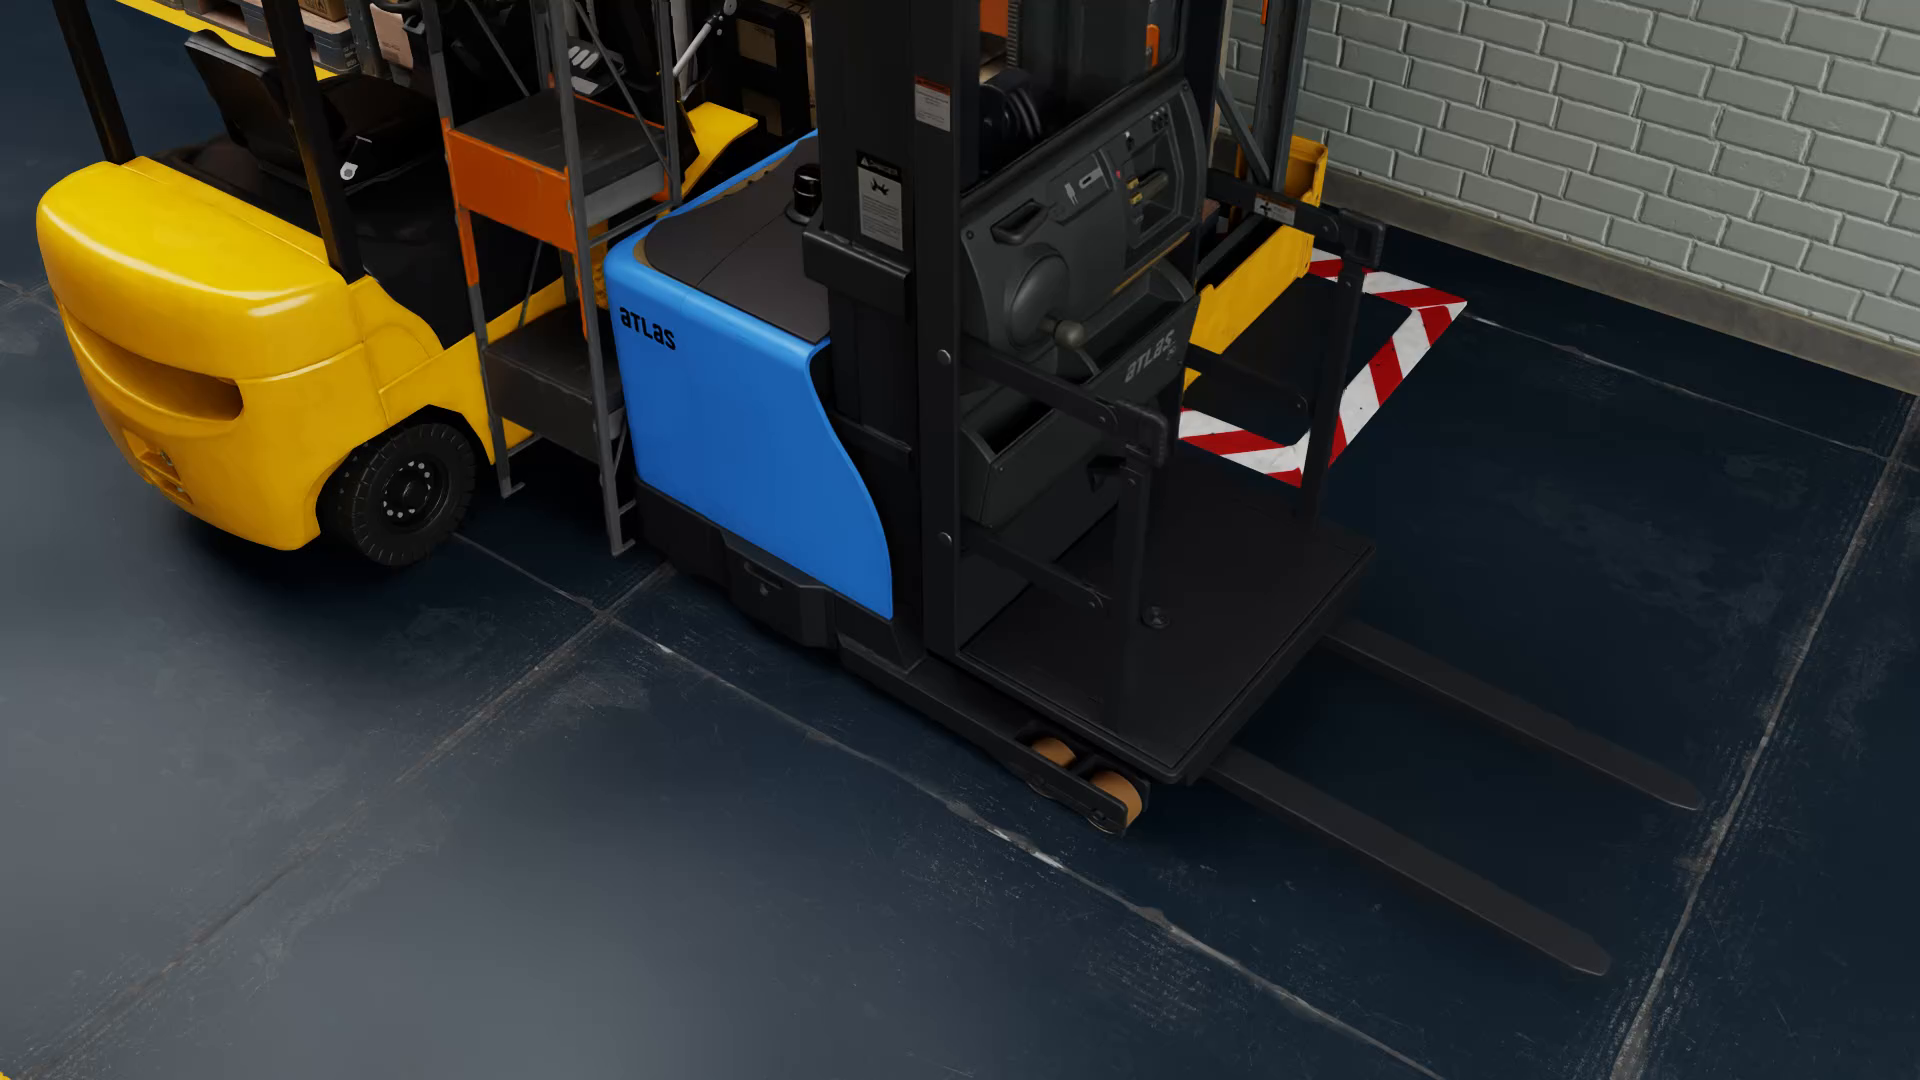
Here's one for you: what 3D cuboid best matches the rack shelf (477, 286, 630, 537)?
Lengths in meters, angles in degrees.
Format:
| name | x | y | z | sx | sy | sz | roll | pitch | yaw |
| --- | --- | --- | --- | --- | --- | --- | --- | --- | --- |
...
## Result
| name | x | y | z | sx | sy | sz | roll | pitch | yaw |
| --- | --- | --- | --- | --- | --- | --- | --- | --- | --- |
| rack shelf | -1.139 | -0.404 | 5.154 | 0.480 | 0.518 | 0.431 | 25 | 43 | 26 |

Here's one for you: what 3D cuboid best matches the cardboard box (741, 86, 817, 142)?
| name | x | y | z | sx | sy | sz | roll | pitch | yaw |
| --- | --- | --- | --- | --- | --- | --- | --- | --- | --- |
| cardboard box | -0.536 | -1.663 | 6.231 | 0.500 | 0.250 | 0.500 | 24 | 47 | 24 |

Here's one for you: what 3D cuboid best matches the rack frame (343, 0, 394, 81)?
| name | x | y | z | sx | sy | sz | roll | pitch | yaw |
| --- | --- | --- | --- | --- | --- | --- | --- | --- | --- |
| rack frame | -2.394 | -3.476 | 6.886 | 0.127 | 3.000 | 1.000 | 25 | 48 | 25 |

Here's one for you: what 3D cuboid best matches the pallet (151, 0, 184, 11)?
| name | x | y | z | sx | sy | sz | roll | pitch | yaw |
| --- | --- | --- | --- | --- | --- | --- | --- | --- | --- |
| pallet | -4.022 | -3.165 | 8.629 | 1.213 | 0.211 | 1.003 | 25 | 48 | 25 |

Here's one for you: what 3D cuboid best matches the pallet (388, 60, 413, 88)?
| name | x | y | z | sx | sy | sz | roll | pitch | yaw |
| --- | --- | --- | --- | --- | --- | --- | --- | --- | --- |
| pallet | -1.767 | -2.110 | 7.450 | 1.213 | 0.211 | 1.003 | 25 | 48 | 25 |

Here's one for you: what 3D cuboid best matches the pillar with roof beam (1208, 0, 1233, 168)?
| name | x | y | z | sx | sy | sz | roll | pitch | yaw |
| --- | --- | --- | --- | --- | --- | --- | --- | --- | --- |
| pillar with roof beam | -1.643 | -2.589 | 1.395 | 0.400 | 9.000 | 9.100 | 25 | 48 | 25 |

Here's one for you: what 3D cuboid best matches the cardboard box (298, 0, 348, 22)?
| name | x | y | z | sx | sy | sz | roll | pitch | yaw |
| --- | --- | --- | --- | --- | --- | --- | --- | --- | --- |
| cardboard box | -2.827 | -2.942 | 7.754 | 0.625 | 0.625 | 0.875 | 27 | 48 | 27 |

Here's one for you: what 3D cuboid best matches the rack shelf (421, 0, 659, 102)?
| name | x | y | z | sx | sy | sz | roll | pitch | yaw |
| --- | --- | --- | --- | --- | --- | --- | --- | --- | --- |
| rack shelf | -1.084 | -1.505 | 4.290 | 0.480 | 0.518 | 0.431 | 25 | 43 | 26 |

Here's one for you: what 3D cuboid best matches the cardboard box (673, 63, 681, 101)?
| name | x | y | z | sx | sy | sz | roll | pitch | yaw |
| --- | --- | --- | --- | --- | --- | --- | --- | --- | --- |
| cardboard box | -0.944 | -1.856 | 6.447 | 0.500 | 0.250 | 0.500 | 25 | 47 | 25 |

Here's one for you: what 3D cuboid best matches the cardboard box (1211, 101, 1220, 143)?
| name | x | y | z | sx | sy | sz | roll | pitch | yaw |
| --- | --- | --- | --- | --- | --- | --- | --- | --- | --- |
| cardboard box | 0.616 | -1.556 | 6.112 | 0.500 | 0.250 | 0.500 | 26 | 48 | 26 |

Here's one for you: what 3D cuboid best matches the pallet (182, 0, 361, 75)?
| name | x | y | z | sx | sy | sz | roll | pitch | yaw |
| --- | --- | --- | --- | --- | --- | --- | --- | --- | --- |
| pallet | -3.019 | -2.698 | 8.107 | 1.213 | 0.211 | 1.003 | 25 | 48 | 25 |

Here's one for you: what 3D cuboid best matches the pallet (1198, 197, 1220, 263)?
| name | x | y | z | sx | sy | sz | roll | pitch | yaw |
| --- | --- | --- | --- | --- | --- | --- | --- | --- | --- |
| pallet | 0.231 | -1.176 | 6.406 | 1.213 | 0.211 | 1.003 | 25 | 48 | 25 |

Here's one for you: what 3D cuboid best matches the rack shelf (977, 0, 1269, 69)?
| name | x | y | z | sx | sy | sz | roll | pitch | yaw |
| --- | --- | --- | --- | --- | --- | --- | --- | --- | --- |
| rack shelf | -0.756 | -2.443 | 6.270 | 4.000 | 0.370 | 1.077 | 25 | 48 | 25 |

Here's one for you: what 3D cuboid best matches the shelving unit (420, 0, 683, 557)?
| name | x | y | z | sx | sy | sz | roll | pitch | yaw |
| --- | --- | --- | --- | --- | --- | --- | --- | --- | --- |
| shelving unit | -1.111 | -0.965 | 4.714 | 0.503 | 2.100 | 0.431 | 25 | 43 | 26 |

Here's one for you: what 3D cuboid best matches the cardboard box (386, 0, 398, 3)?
| name | x | y | z | sx | sy | sz | roll | pitch | yaw |
| --- | --- | --- | --- | --- | --- | --- | --- | --- | --- |
| cardboard box | -2.175 | -2.441 | 7.101 | 0.500 | 0.250 | 0.500 | 25 | 47 | 25 |

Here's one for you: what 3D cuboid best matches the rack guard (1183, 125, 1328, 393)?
| name | x | y | z | sx | sy | sz | roll | pitch | yaw |
| --- | --- | --- | --- | --- | --- | --- | --- | --- | --- |
| rack guard | 0.901 | -1.004 | 5.997 | 0.348 | 0.500 | 1.175 | 25 | 48 | 25 |

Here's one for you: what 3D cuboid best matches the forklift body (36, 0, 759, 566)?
| name | x | y | z | sx | sy | sz | roll | pitch | yaw |
| --- | --- | --- | --- | --- | --- | --- | --- | --- | --- |
| forklift body | -1.719 | -1.359 | 5.155 | 1.214 | 2.155 | 2.313 | 25 | 48 | 25 |

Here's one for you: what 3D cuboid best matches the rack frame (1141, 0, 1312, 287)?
| name | x | y | z | sx | sy | sz | roll | pitch | yaw |
| --- | --- | --- | --- | --- | --- | --- | --- | --- | --- |
| rack frame | 0.881 | -1.945 | 5.174 | 0.127 | 3.000 | 1.000 | 25 | 48 | 25 |

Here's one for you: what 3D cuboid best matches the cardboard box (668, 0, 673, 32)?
| name | x | y | z | sx | sy | sz | roll | pitch | yaw |
| --- | --- | --- | --- | --- | --- | --- | --- | --- | --- |
| cardboard box | -0.926 | -2.034 | 6.270 | 0.500 | 0.250 | 0.500 | 24 | 47 | 25 |

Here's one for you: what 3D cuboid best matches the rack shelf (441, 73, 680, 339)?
| name | x | y | z | sx | sy | sz | roll | pitch | yaw |
| --- | --- | --- | --- | --- | --- | --- | --- | --- | --- |
| rack shelf | -1.112 | -0.954 | 4.722 | 0.480 | 0.518 | 0.431 | 25 | 43 | 26 |

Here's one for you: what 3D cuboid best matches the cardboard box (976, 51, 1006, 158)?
| name | x | y | z | sx | sy | sz | roll | pitch | yaw |
| --- | --- | --- | --- | --- | --- | --- | --- | --- | --- |
| cardboard box | 0.325 | -1.455 | 5.624 | 0.500 | 0.250 | 0.500 | 27 | 48 | 27 |

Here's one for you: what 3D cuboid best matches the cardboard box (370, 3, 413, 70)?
| name | x | y | z | sx | sy | sz | roll | pitch | yaw |
| --- | --- | --- | --- | --- | --- | --- | --- | --- | --- |
| cardboard box | -2.188 | -2.242 | 7.254 | 0.500 | 0.250 | 0.500 | 26 | 48 | 26 |

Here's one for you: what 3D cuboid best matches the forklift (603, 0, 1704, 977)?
| name | x | y | z | sx | sy | sz | roll | pitch | yaw |
| --- | --- | --- | --- | --- | --- | --- | --- | --- | --- |
| forklift | 0.479 | -0.724 | 3.861 | 3.031 | 2.935 | 1.130 | 27 | 49 | 27 |

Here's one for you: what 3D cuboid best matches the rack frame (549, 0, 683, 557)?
| name | x | y | z | sx | sy | sz | roll | pitch | yaw |
| --- | --- | --- | --- | --- | --- | --- | --- | --- | --- |
| rack frame | -0.912 | -0.872 | 4.608 | 0.015 | 2.100 | 0.400 | 25 | 43 | 26 |

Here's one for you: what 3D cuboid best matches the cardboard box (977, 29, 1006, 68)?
| name | x | y | z | sx | sy | sz | roll | pitch | yaw |
| --- | --- | --- | --- | --- | --- | --- | --- | --- | --- |
| cardboard box | -0.096 | -1.648 | 5.839 | 0.500 | 0.250 | 0.500 | 26 | 48 | 26 |

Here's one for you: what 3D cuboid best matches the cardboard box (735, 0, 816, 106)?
| name | x | y | z | sx | sy | sz | roll | pitch | yaw |
| --- | --- | --- | --- | --- | --- | --- | --- | --- | --- |
| cardboard box | -0.515 | -1.835 | 6.049 | 0.500 | 0.250 | 0.500 | 26 | 48 | 26 |

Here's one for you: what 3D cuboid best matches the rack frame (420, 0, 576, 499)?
| name | x | y | z | sx | sy | sz | roll | pitch | yaw |
| --- | --- | --- | --- | --- | --- | --- | --- | --- | --- |
| rack frame | -1.311 | -1.058 | 4.819 | 0.015 | 2.100 | 0.400 | 25 | 43 | 26 |
